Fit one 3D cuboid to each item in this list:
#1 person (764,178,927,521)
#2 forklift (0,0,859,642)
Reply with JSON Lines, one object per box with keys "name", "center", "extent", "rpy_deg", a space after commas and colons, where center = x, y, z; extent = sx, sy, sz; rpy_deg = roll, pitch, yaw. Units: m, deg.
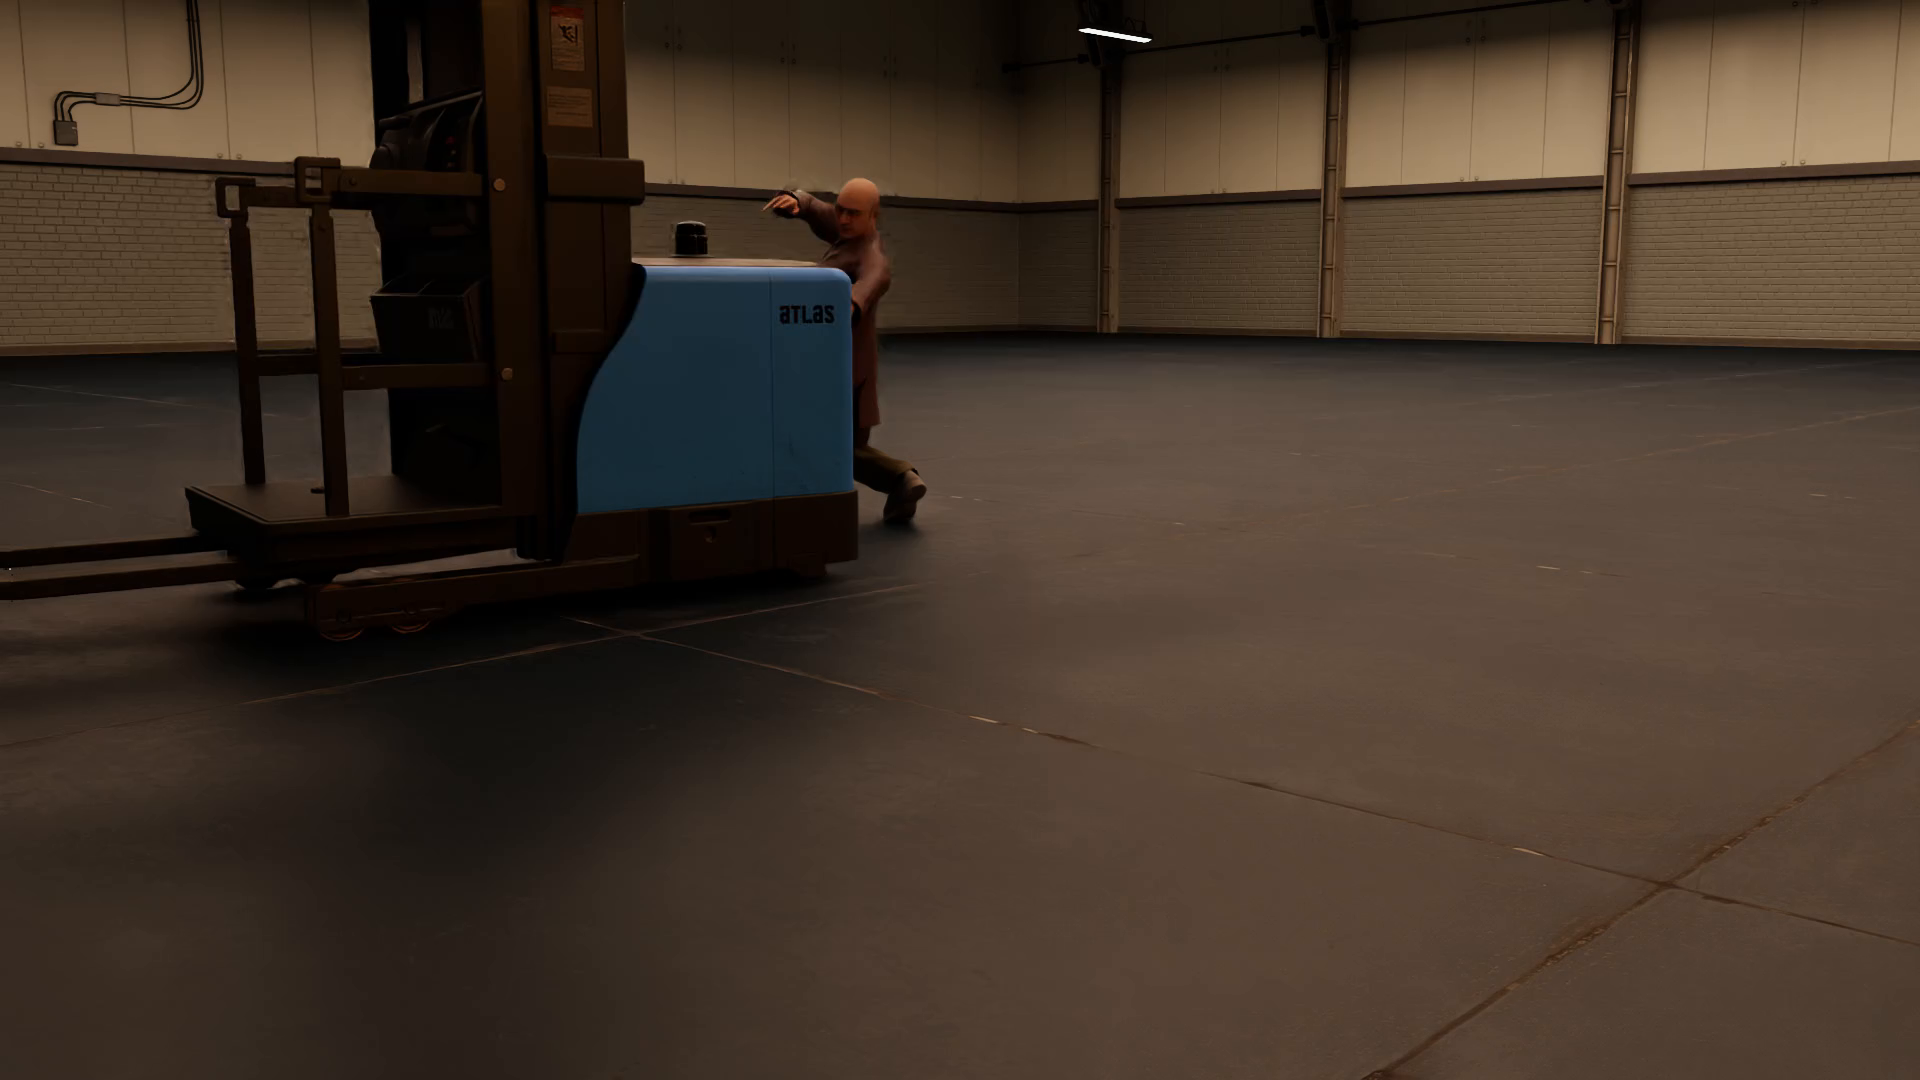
{"name": "person", "center": [-0.663, -0.790, 7.069], "extent": [1.030, 1.477, 1.044], "rpy_deg": [4, 9, 23]}
{"name": "forklift", "center": [-1.851, -1.245, 5.143], "extent": [3.031, 2.935, 1.130], "rpy_deg": [-6, 10, -35]}
